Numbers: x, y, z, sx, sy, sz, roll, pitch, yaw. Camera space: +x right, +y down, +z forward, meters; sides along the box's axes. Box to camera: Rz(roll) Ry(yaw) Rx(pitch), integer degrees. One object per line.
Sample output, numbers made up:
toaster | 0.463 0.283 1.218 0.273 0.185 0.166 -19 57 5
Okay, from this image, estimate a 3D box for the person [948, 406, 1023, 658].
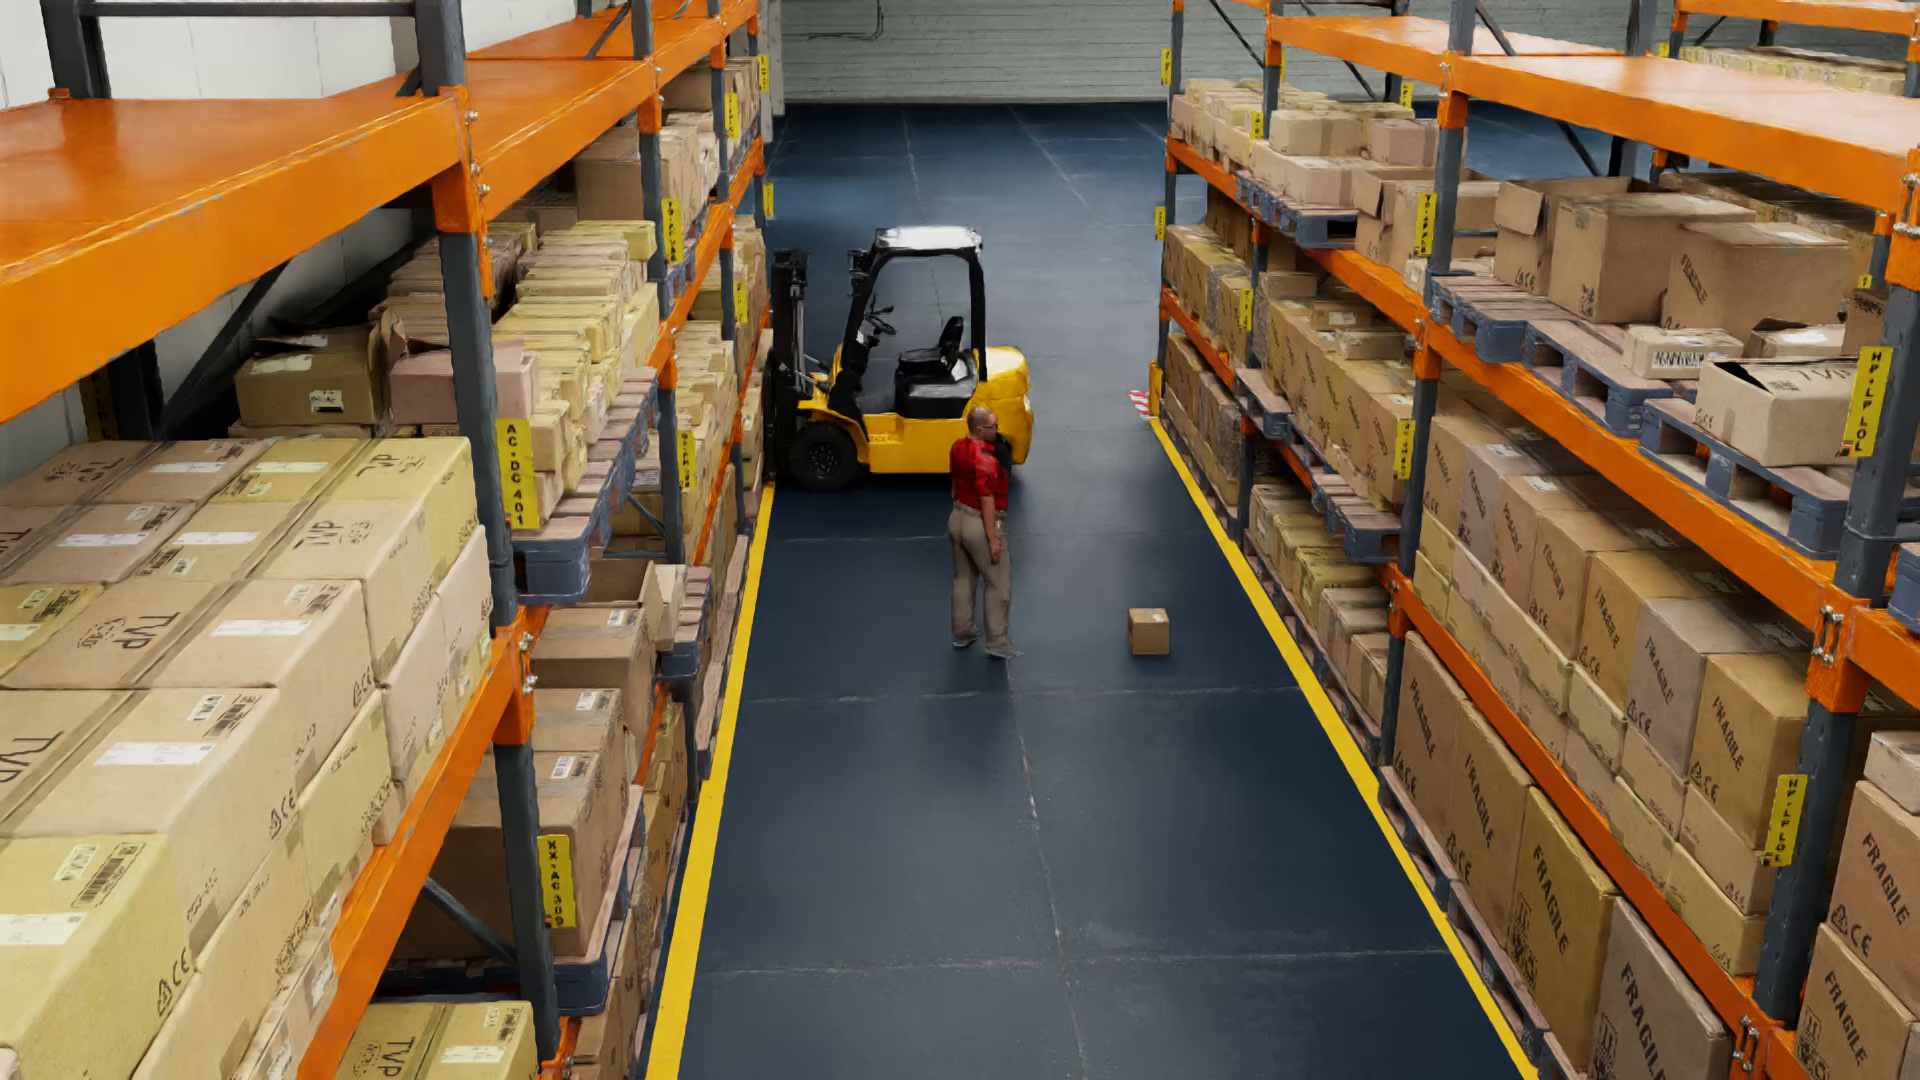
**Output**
person | 0.142 -0.049 11.305 0.419 1.798 0.606 -13 24 -31
